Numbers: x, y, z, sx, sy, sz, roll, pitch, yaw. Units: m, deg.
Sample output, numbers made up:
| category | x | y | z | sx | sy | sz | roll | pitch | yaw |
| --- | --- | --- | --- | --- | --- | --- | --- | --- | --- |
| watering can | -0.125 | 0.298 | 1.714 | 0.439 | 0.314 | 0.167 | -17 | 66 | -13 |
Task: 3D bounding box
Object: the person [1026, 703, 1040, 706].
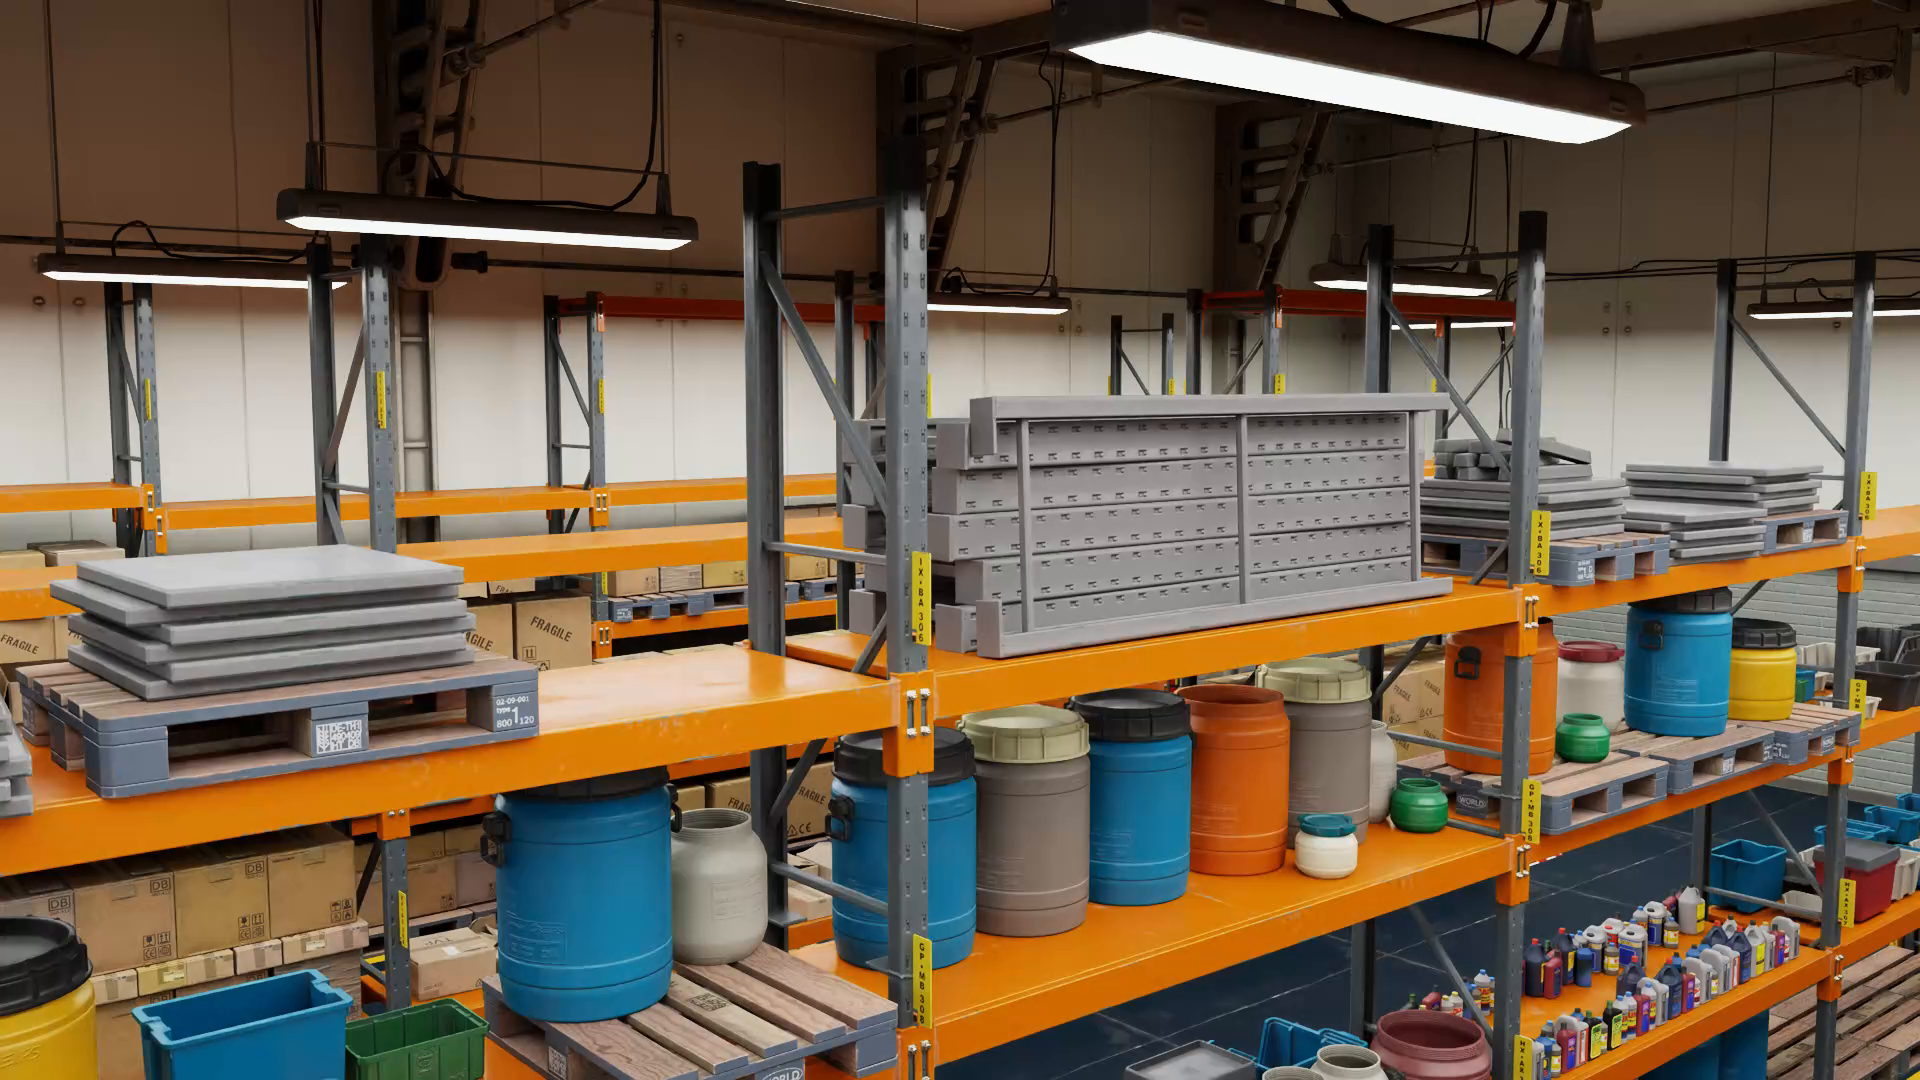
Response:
| category | x | y | z | sx | sy | sz | roll | pitch | yaw |
| --- | --- | --- | --- | --- | --- | --- | --- | --- | --- |
| person | 0.603 | 2.352 | 17.431 | 0.641 | 1.892 | 0.755 | 5 | 7 | 42 |
